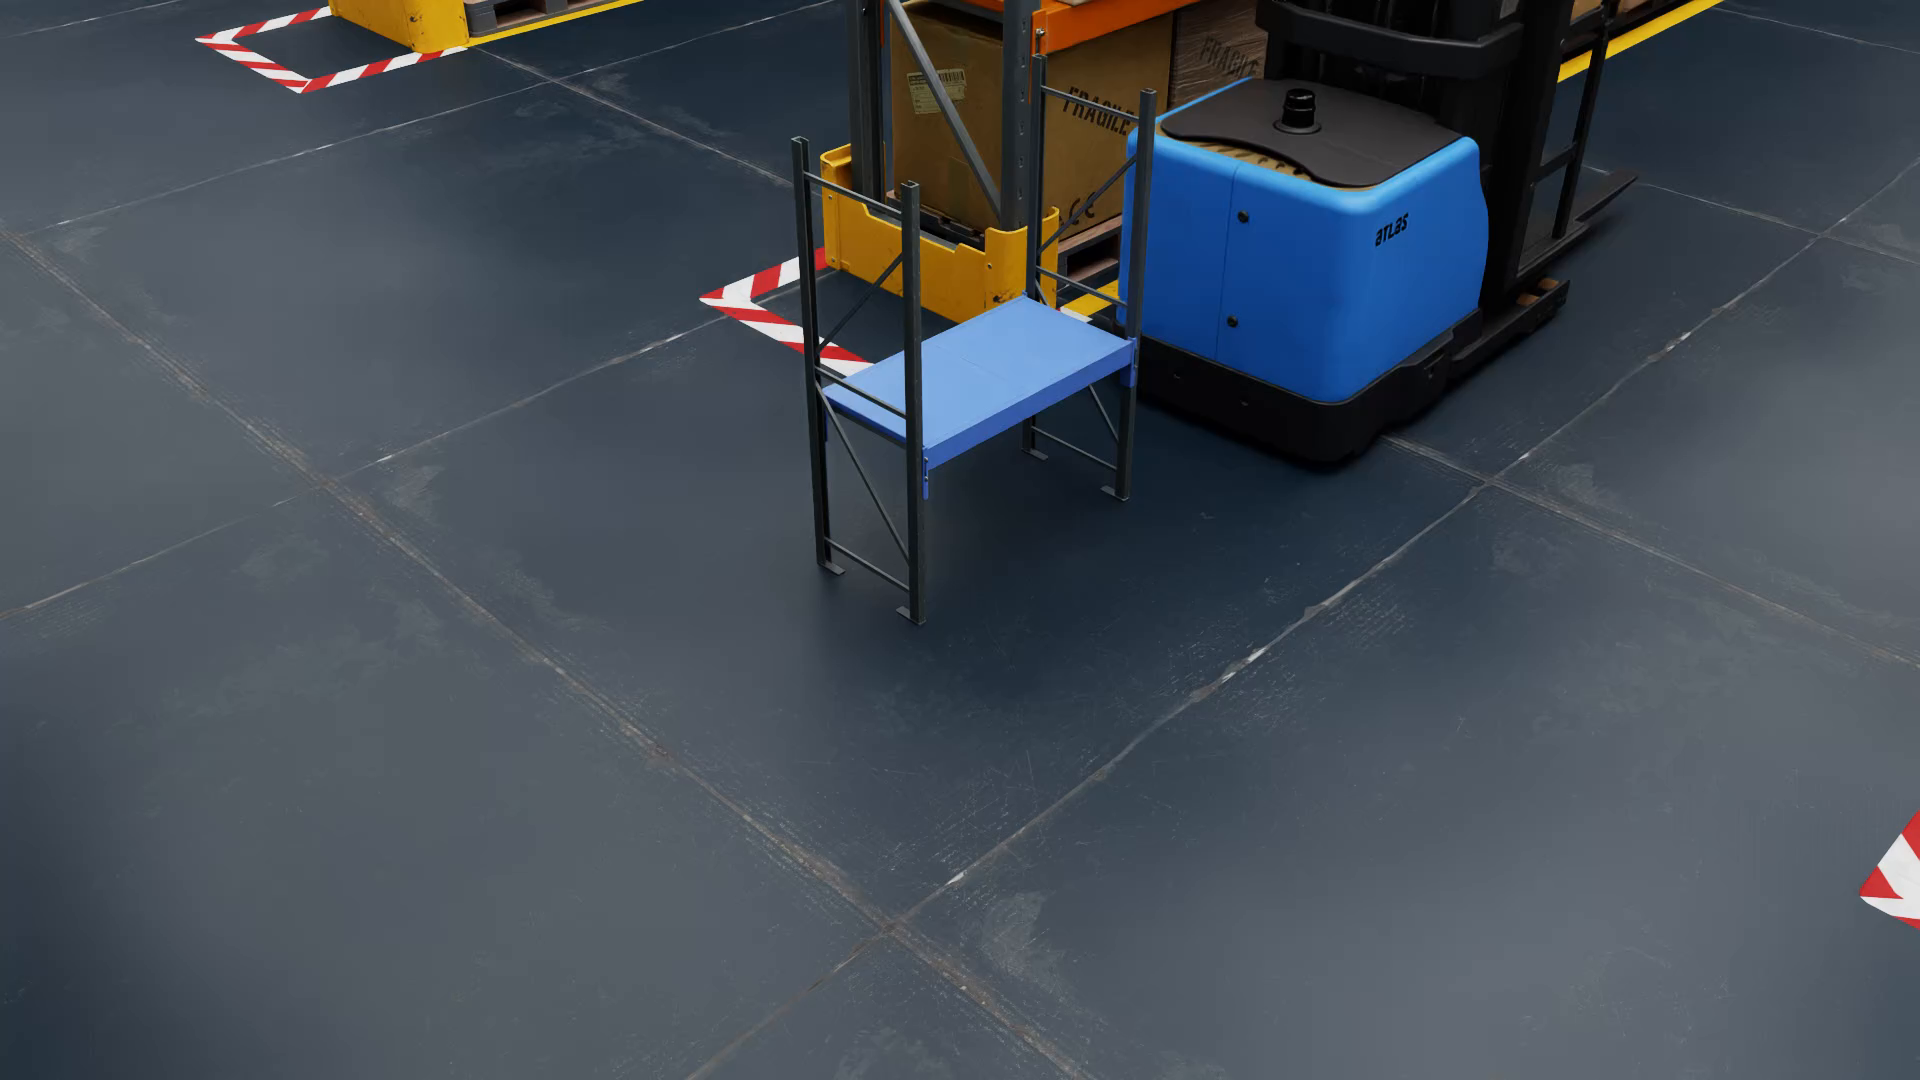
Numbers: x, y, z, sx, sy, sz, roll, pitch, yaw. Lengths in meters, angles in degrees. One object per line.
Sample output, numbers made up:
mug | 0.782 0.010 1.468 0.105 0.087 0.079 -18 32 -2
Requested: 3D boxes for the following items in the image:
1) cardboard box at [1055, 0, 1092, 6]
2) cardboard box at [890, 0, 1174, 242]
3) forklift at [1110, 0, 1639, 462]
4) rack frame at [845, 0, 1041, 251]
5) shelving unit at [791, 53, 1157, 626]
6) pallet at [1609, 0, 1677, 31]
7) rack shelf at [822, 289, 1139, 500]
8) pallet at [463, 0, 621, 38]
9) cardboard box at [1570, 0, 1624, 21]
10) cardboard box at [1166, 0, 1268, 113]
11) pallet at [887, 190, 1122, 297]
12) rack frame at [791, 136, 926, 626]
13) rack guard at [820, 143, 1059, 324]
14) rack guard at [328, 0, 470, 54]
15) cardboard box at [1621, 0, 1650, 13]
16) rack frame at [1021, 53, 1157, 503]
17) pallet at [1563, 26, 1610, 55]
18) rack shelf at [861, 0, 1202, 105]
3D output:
cardboard box | 0.399 -2.251 6.574 0.250 0.149 0.380 -29 44 -35
cardboard box | 0.308 -1.935 7.393 0.875 0.875 0.875 30 45 35
forklift | 1.950 -2.246 6.408 1.130 2.935 3.031 27 43 33
rack frame | -0.086 -2.343 6.487 1.000 3.000 0.127 30 45 35
shelving unit | 0.060 -0.650 5.371 0.538 1.500 1.048 30 45 35
pallet | 4.082 -3.664 10.819 1.003 0.211 1.213 30 45 35
rack shelf | 0.060 -0.502 5.474 0.538 0.185 1.000 30 45 35
pallet | -2.883 -3.585 10.706 1.003 0.211 1.213 30 45 35
cardboard box | 3.169 -3.535 9.687 1.225 0.875 0.875 30 45 35
cardboard box | 0.950 -2.305 7.923 0.875 0.875 0.875 30 45 35
pallet | 0.422 -1.555 7.795 1.003 0.211 1.213 30 45 35
rack frame | -0.298 -0.443 5.075 0.500 1.500 0.032 30 45 35
rack guard | -0.103 -1.307 7.188 1.175 0.500 0.348 30 45 35
rack guard | -3.481 -3.388 10.171 1.175 0.500 0.348 30 45 35
cardboard box | 3.798 -3.898 10.207 1.225 0.875 0.875 28 44 34
rack frame | 0.418 -0.856 5.667 0.500 1.500 0.032 30 45 35
pallet | 3.223 -3.166 10.105 1.003 0.211 1.213 30 45 35
rack shelf | 1.323 -2.859 7.857 1.077 0.370 4.000 30 45 35
